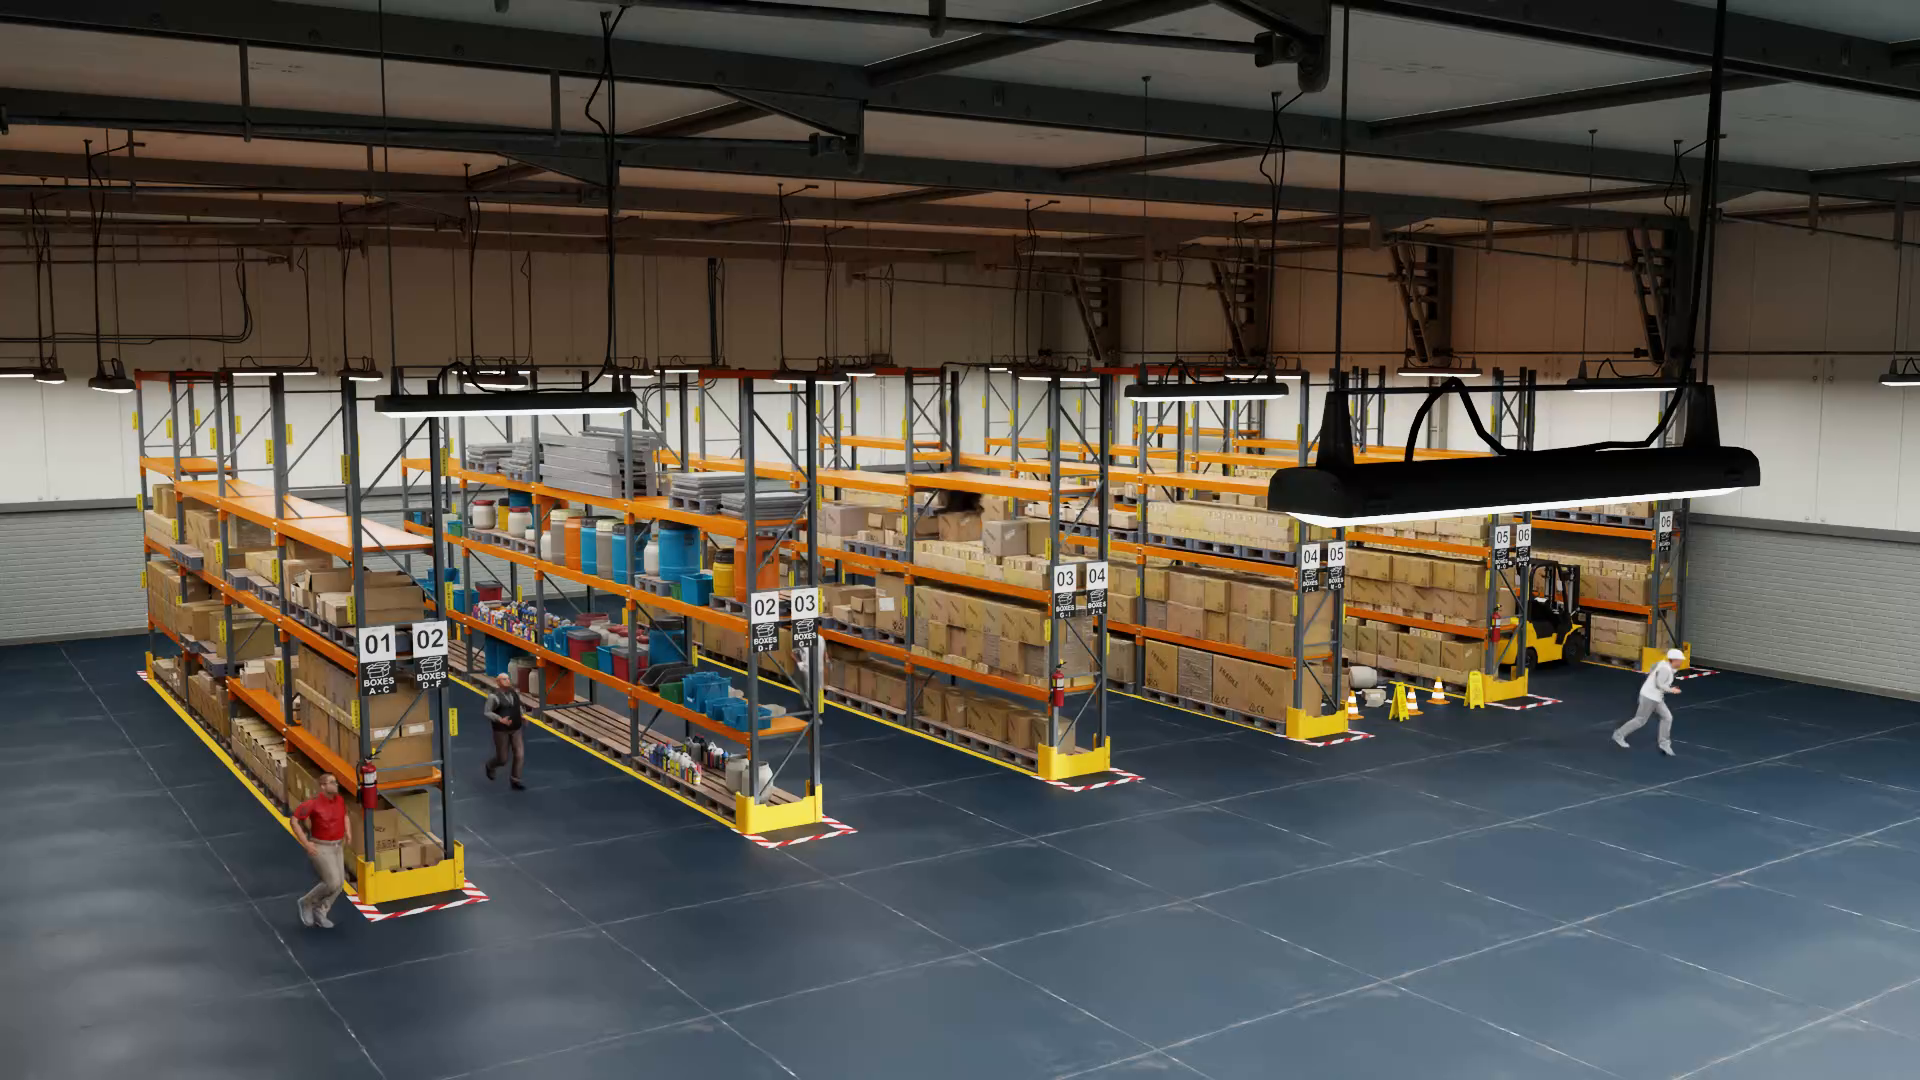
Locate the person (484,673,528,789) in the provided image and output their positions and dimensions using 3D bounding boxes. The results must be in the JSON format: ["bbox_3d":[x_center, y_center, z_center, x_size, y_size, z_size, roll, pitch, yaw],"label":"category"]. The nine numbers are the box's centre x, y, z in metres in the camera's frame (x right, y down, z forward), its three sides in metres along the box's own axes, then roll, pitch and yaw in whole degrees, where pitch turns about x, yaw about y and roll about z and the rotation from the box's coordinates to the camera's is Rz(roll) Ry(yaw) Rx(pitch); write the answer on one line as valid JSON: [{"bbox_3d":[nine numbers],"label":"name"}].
[{"bbox_3d":[-6.607,2.768,24.214,0.760,1.684,0.669,6,9,42],"label":"person"}]

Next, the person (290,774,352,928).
[{"bbox_3d":[-7.001,3.442,18.429,0.522,1.707,0.713,2,7,15],"label":"person"}]

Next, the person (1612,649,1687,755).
[{"bbox_3d":[10.913,2.551,26.343,1.041,1.734,0.702,3,7,22],"label":"person"}]

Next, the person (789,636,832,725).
[{"bbox_3d":[-2.568,2.250,28.579,0.681,1.759,0.778,-4,8,-32],"label":"person"}]
